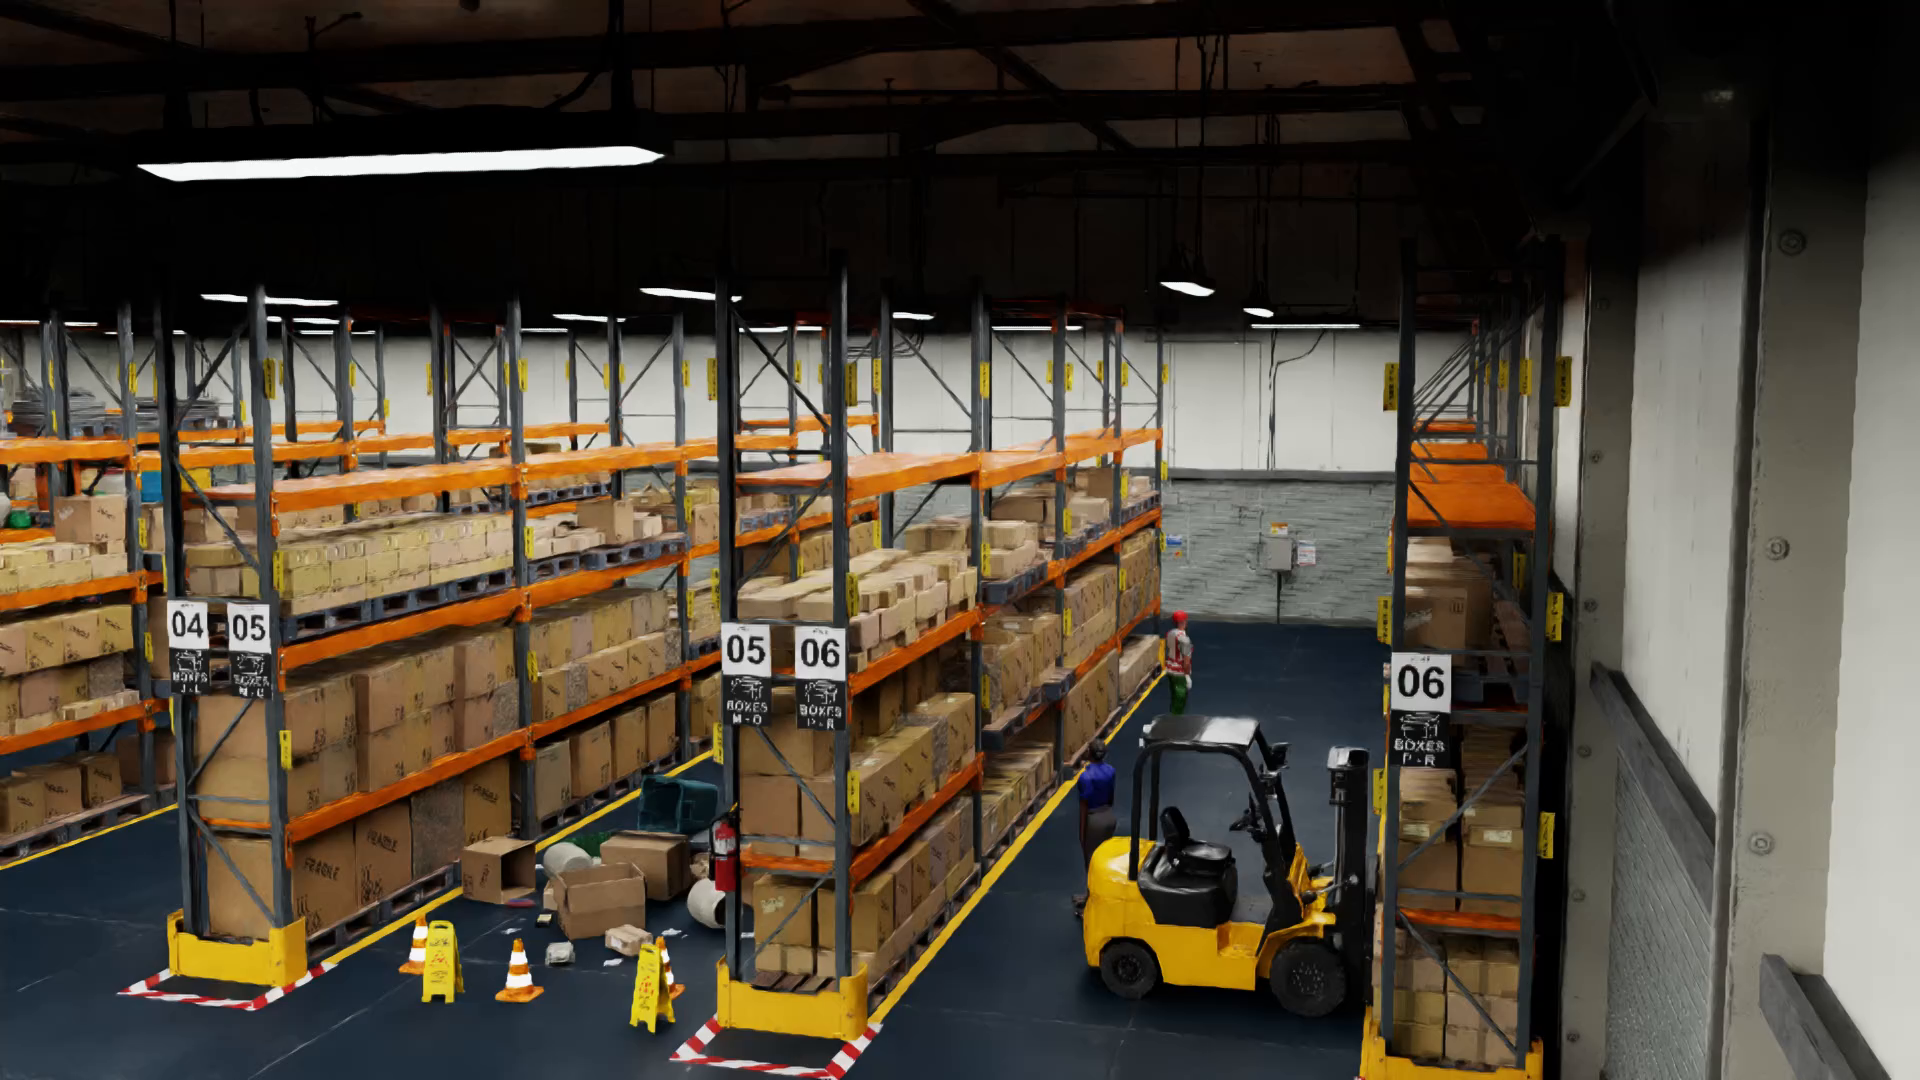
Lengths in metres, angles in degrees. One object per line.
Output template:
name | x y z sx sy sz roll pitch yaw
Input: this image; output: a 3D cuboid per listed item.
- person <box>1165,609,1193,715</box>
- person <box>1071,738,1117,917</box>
person | 3.057 1.841 22.878 0.450 1.789 0.605 -2 6 -16
person | 1.246 2.681 15.692 0.506 1.658 0.545 5 8 41
